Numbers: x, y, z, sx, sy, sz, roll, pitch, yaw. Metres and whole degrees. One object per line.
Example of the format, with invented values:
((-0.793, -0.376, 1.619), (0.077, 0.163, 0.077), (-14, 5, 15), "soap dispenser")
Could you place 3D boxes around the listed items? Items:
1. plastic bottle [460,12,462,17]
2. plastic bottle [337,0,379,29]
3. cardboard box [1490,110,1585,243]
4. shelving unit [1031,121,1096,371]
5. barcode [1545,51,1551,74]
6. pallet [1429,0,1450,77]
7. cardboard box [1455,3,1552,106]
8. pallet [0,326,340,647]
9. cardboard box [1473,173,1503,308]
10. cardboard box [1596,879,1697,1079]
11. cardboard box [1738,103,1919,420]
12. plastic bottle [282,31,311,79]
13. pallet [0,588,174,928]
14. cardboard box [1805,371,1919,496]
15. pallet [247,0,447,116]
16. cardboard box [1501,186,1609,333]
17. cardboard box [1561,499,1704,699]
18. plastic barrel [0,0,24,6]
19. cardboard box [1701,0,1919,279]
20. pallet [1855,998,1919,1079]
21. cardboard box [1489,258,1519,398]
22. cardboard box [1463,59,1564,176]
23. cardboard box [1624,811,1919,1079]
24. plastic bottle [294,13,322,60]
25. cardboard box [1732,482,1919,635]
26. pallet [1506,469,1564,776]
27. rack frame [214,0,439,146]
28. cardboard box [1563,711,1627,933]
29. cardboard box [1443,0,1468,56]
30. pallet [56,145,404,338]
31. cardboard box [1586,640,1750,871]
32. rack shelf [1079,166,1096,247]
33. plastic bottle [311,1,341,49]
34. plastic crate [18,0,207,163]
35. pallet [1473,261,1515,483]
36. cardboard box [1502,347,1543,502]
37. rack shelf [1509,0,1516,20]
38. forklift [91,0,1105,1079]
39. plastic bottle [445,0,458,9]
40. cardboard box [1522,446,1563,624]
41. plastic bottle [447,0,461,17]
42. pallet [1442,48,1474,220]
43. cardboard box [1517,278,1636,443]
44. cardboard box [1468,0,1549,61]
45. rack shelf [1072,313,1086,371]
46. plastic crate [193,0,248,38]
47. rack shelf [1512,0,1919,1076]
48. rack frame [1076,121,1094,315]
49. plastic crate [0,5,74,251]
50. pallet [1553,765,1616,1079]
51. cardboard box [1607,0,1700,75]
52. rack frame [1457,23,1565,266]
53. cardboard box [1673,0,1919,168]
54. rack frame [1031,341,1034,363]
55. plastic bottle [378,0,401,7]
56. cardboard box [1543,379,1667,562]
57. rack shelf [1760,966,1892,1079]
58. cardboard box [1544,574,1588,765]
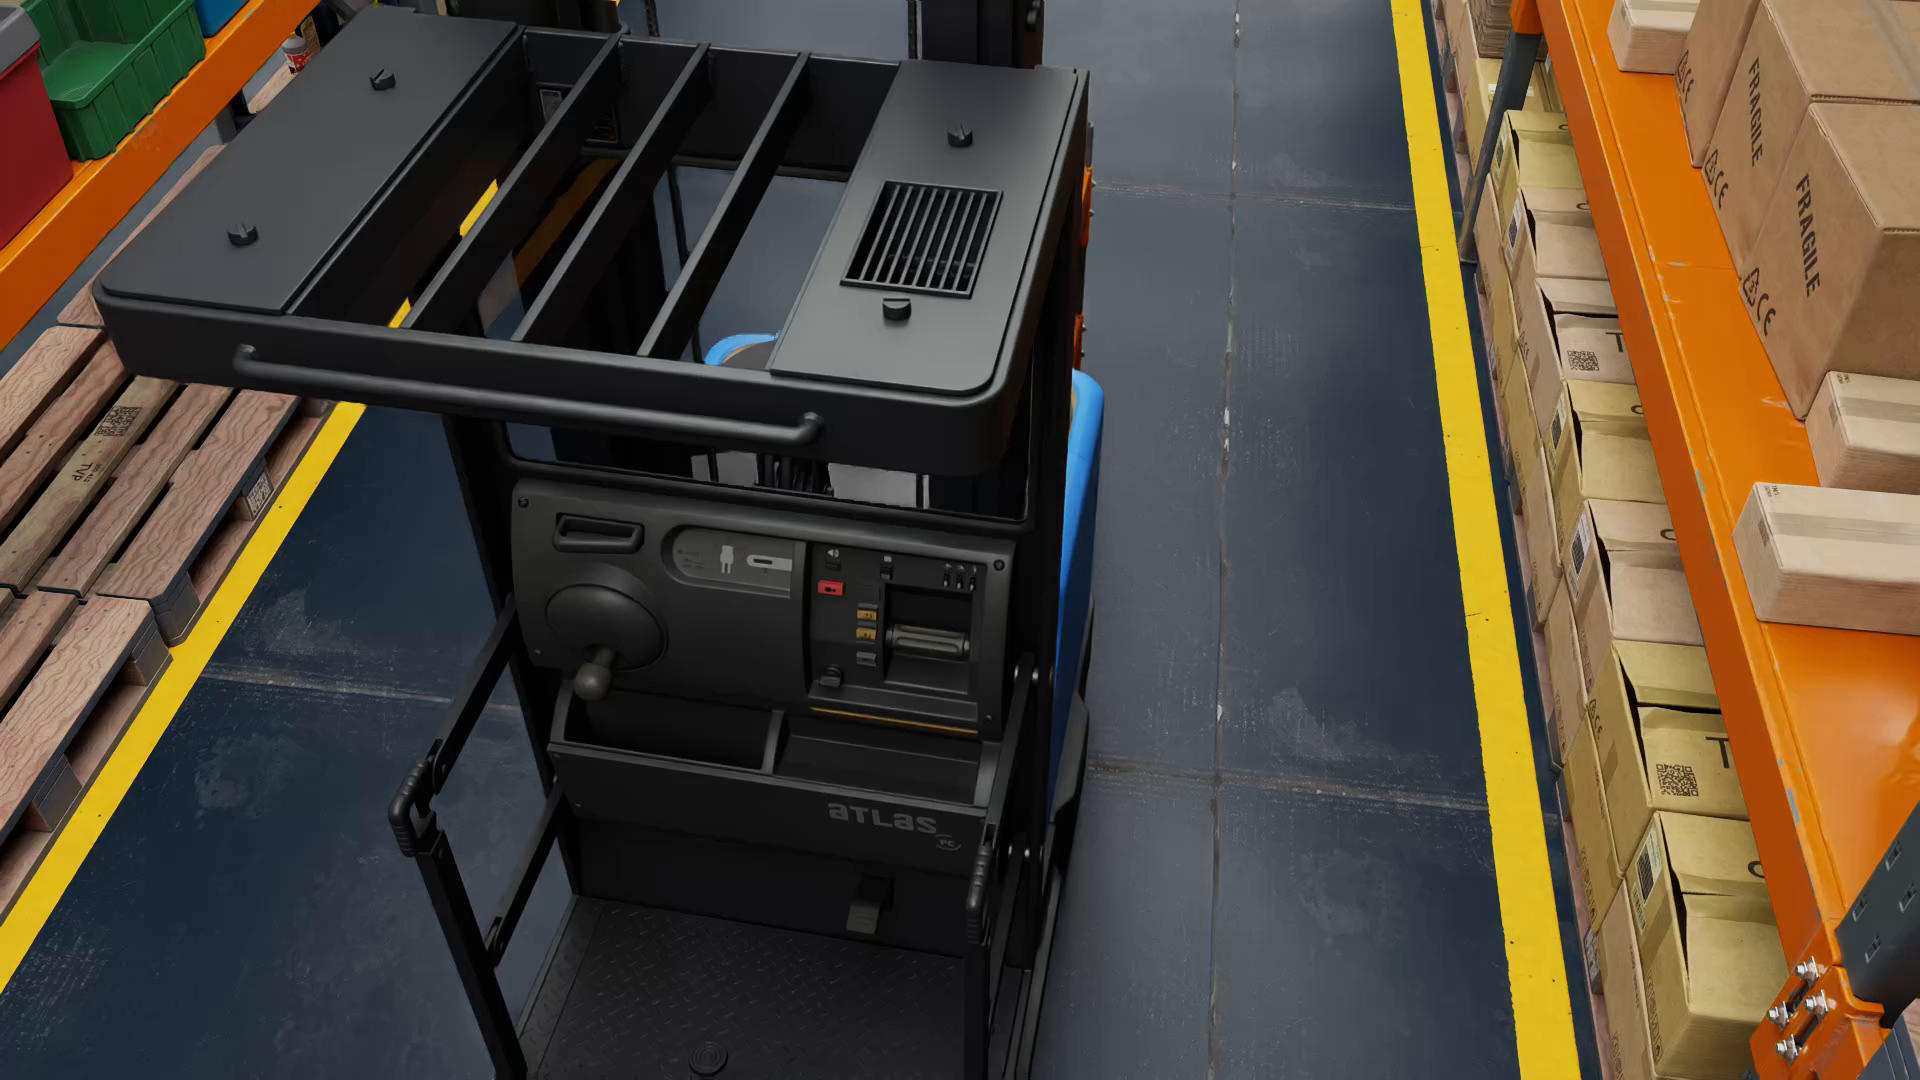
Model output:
((-2.001, -2.166, 7.017), (0.152, 0.276, 0.135), (7, 44, 7), "plastic bottle")
((-2.551, -2.245, 7.046), (0.144, 0.351, 0.185), (5, 44, 6), "plastic bottle")
((2.115, -1.241, 5.665), (0.500, 0.311, 0.500), (5, 44, 6), "cardboard box")
((0.054, -0.506, 4.966), (0.538, 1.125, 1.048), (7, 44, 8), "shelving unit")
((1.970, -1.607, 5.565), (0.001, 0.075, 0.075), (5, 44, 6), "barcode")
((2.722, -2.502, 7.738), (1.003, 0.211, 1.213), (5, 44, 6), "pallet")
((2.337, -1.972, 6.845), (0.500, 0.250, 0.500), (5, 44, 6), "cardboard box")
((-2.717, -0.210, 5.318), (1.003, 0.211, 1.213), (5, 44, 6), "pallet")
((2.118, -1.044, 5.865), (0.500, 0.250, 0.500), (4, 44, 5), "cardboard box")
((1.715, 1.049, 3.655), (0.500, 0.250, 0.500), (6, 44, 7), "cardboard box")
((2.093, -0.597, 3.626), (0.500, 0.500, 0.500), (3, 44, 3), "cardboard box")
((-2.754, -2.014, 6.911), (0.097, 0.201, 0.097), (0, 43, 0), "plastic bottle")
((-2.881, 0.619, 4.442), (1.003, 0.211, 1.213), (5, 44, 6), "pallet")
((2.000, -0.199, 3.461), (0.380, 0.149, 0.250), (8, 44, 9), "cardboard box")
((-2.363, -2.036, 7.247), (1.003, 0.211, 1.213), (5, 44, 6), "pallet")
((2.044, -0.900, 5.305), (0.500, 0.311, 0.500), (5, 44, 5), "cardboard box")
((1.845, 0.148, 4.198), (0.500, 0.311, 0.500), (5, 44, 5), "cardboard box")
((-2.820, -1.657, 4.918), (0.301, 0.262, 0.301), (0, 43, 0), "plastic barrel")
((2.163, -0.956, 4.005), (0.500, 0.500, 0.500), (5, 44, 6), "cardboard box")
((1.868, 1.122, 2.023), (1.213, 0.211, 1.003), (5, 44, 6), "pallet")
((2.049, -0.696, 5.497), (0.500, 0.250, 0.500), (6, 44, 7), "cardboard box")
((2.261, -1.632, 6.486), (0.500, 0.250, 0.500), (5, 44, 6), "cardboard box")
((1.713, 0.847, 3.460), (0.500, 0.311, 0.500), (6, 44, 7), "cardboard box")
((-2.756, -2.126, 6.969), (0.061, 0.283, 0.133), (7, 44, 8), "plastic bottle")
((1.733, 0.037, 3.212), (0.380, 0.149, 0.250), (5, 44, 6), "cardboard box")
((2.199, 0.210, 4.875), (1.003, 0.211, 1.213), (5, 44, 6), "pallet")
((-2.493, -2.595, 5.809), (1.000, 3.000, 0.127), (5, 44, 6), "rack frame")
((1.780, 0.698, 4.026), (0.500, 0.250, 0.500), (5, 44, 5), "cardboard box")
((2.389, -2.314, 7.207), (0.500, 0.250, 0.500), (5, 44, 6), "cardboard box")
((-2.558, -1.044, 6.199), (1.003, 0.211, 1.213), (5, 44, 6), "pallet")
((1.775, 0.492, 3.835), (0.500, 0.311, 0.500), (5, 44, 5), "cardboard box")
((0.054, -0.719, 4.765), (0.538, 0.278, 1.000), (7, 44, 8), "rack shelf")
((-2.693, -2.258, 7.060), (0.144, 0.351, 0.185), (4, 44, 4), "plastic bottle")
((-2.443, -1.305, 4.601), (0.450, 0.188, 0.662), (5, 44, 6), "plastic crate")
((2.358, -0.624, 5.755), (1.003, 0.211, 1.213), (5, 44, 6), "pallet")
((1.983, -0.342, 5.124), (0.500, 0.250, 0.500), (4, 44, 4), "cardboard box")
((2.681, -3.244, 7.017), (1.077, 0.370, 4.000), (5, 44, 6), "rack shelf")
((-0.407, 0.224, 2.882), (1.130, 2.935, 3.031), (7, 44, 8), "forklift")
((-2.118, -2.318, 7.123), (0.144, 0.351, 0.185), (5, 44, 6), "plastic bottle")
((1.915, 0.004, 4.758), (0.500, 0.250, 0.500), (6, 44, 6), "cardboard box")
((-2.106, -2.178, 7.024), (0.061, 0.283, 0.133), (5, 44, 6), "plastic bottle")
((2.563, -1.668, 6.858), (1.003, 0.211, 1.213), (5, 44, 6), "pallet")
((1.976, -0.547, 4.933), (0.500, 0.311, 0.500), (4, 44, 4), "cardboard box")
((2.339, -2.244, 6.587), (0.500, 0.500, 0.500), (5, 44, 6), "cardboard box")
((0.054, -0.329, 5.135), (0.538, 0.278, 1.000), (7, 44, 8), "rack shelf")
((-2.330, -1.809, 4.990), (0.392, 0.384, 0.575), (5, 44, 6), "plastic crate")
((2.152, -0.518, 4.138), (1.077, 0.370, 4.000), (5, 44, 6), "rack shelf")
((0.149, -0.850, 5.329), (0.500, 1.125, 0.032), (7, 44, 8), "rack frame")
((-2.505, -0.966, 4.041), (0.402, 0.464, 0.583), (5, 44, 6), "plastic crate")
((2.035, 1.039, 3.999), (1.003, 0.211, 1.213), (5, 44, 6), "pallet")
((2.097, -1.466, 4.799), (0.380, 0.149, 0.250), (5, 44, 6), "cardboard box")
((2.416, -2.142, 5.331), (1.000, 3.000, 0.127), (5, 44, 6), "rack frame")
((2.229, -1.297, 4.366), (0.500, 0.500, 0.500), (8, 44, 9), "cardboard box")
((-0.041, -0.163, 4.604), (0.500, 1.125, 0.032), (7, 44, 8), "rack frame")
((-2.518, -2.365, 7.227), (0.152, 0.276, 0.135), (5, 44, 6), "plastic bottle")
((1.913, -0.193, 4.559), (0.500, 0.311, 0.500), (6, 44, 7), "cardboard box")
((1.623, 2.208, 1.259), (1.077, 0.370, 4.000), (5, 44, 6), "rack shelf")
((1.850, 0.355, 4.388), (0.500, 0.250, 0.500), (6, 44, 6), "cardboard box")
